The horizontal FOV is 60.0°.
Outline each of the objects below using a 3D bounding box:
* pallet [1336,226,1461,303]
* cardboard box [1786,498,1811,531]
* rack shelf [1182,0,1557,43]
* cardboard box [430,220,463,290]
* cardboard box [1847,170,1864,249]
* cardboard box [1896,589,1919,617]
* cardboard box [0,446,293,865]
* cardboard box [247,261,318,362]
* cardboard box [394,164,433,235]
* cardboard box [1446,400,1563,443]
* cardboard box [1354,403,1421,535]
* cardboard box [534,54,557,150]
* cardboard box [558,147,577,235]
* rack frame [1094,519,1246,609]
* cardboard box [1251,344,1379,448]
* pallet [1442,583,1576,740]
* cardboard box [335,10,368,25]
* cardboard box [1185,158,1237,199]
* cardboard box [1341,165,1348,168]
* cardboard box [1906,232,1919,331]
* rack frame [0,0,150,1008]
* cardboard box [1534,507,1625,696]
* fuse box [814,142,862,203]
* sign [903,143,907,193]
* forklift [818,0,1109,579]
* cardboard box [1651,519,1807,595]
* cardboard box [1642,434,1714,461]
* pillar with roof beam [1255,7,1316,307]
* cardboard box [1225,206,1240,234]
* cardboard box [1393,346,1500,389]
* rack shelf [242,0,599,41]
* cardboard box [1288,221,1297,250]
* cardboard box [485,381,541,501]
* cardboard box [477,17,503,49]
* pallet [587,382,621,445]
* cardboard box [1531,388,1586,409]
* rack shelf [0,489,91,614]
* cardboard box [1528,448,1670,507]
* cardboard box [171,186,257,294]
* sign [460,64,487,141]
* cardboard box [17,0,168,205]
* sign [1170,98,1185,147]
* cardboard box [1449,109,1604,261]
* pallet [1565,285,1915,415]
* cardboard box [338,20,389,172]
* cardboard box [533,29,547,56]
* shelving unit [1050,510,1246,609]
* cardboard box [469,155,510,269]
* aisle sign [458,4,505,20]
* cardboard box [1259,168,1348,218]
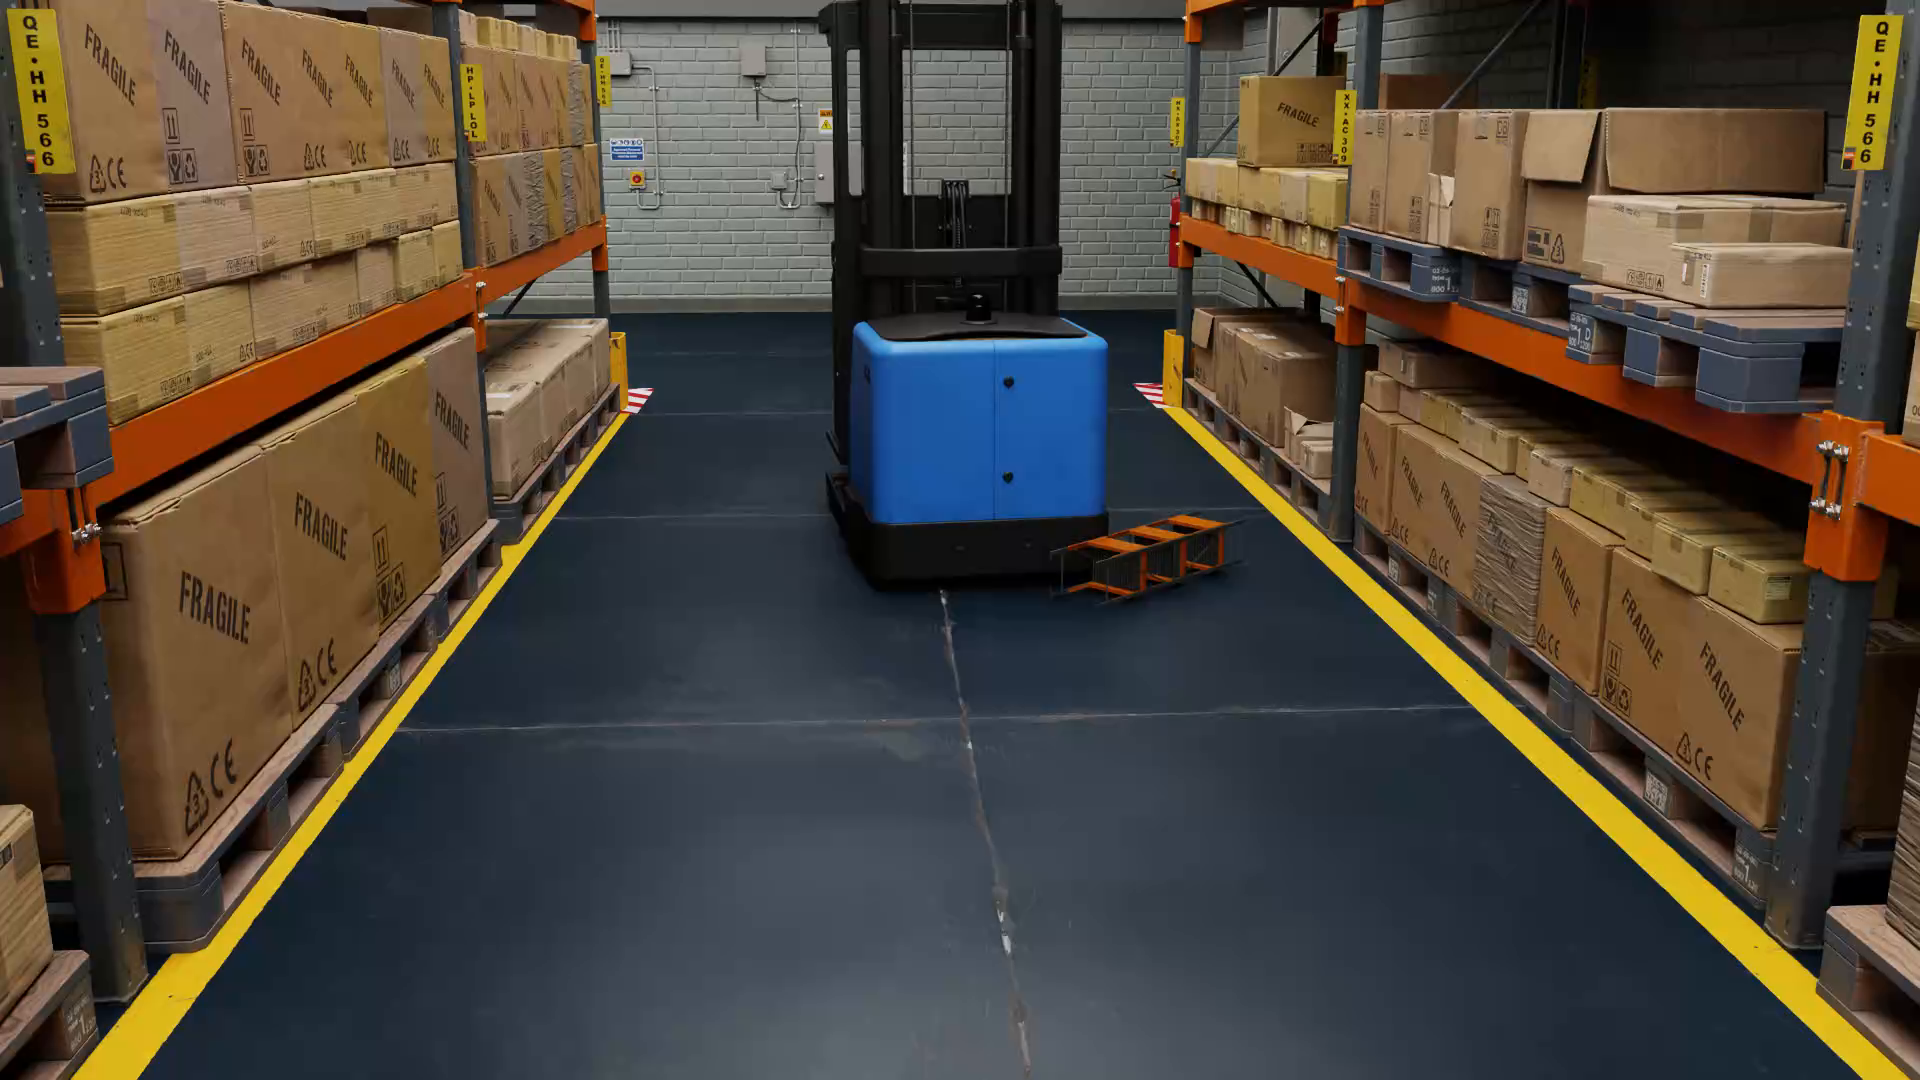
[{"bbox_3d":[2.223,-1.162,6.908,1.003,0.211,1.213,-1,14,-3],"label":"pallet"},{"bbox_3d":[2.724,-0.029,4.992,0.380,0.149,0.250,-1,14,-3],"label":"cardboard box"},{"bbox_3d":[2.158,-3.057,9.312,1.077,0.370,4.000,-1,14,-3],"label":"rack shelf"},{"bbox_3d":[-2.392,-1.198,6.962,0.500,0.250,0.500,-1,14,-5],"label":"cardboard box"},{"bbox_3d":[2.654,-0.843,4.239,0.500,0.500,0.500,0,14,-1],"label":"cardboard box"},{"bbox_3d":[2.784,0.437,4.480,0.500,0.500,0.500,0,14,-1],"label":"cardboard box"},{"bbox_3d":[-2.384,0.270,4.380,0.875,0.875,0.875,-1,14,-4],"label":"cardboard box"},{"bbox_3d":[-2.279,-0.694,5.005,0.500,0.250,0.500,0,14,-2],"label":"cardboard box"},{"bbox_3d":[-2.363,-1.317,6.424,0.500,0.250,0.500,-1,14,-2],"label":"cardboard box"},{"bbox_3d":[2.191,-0.470,6.704,0.380,0.149,0.250,-1,14,-4],"label":"cardboard box"},{"bbox_3d":[2.088,-0.324,7.441,0.500,0.500,0.500,0,14,-1],"label":"cardboard box"},{"bbox_3d":[-2.534,-2.411,9.171,0.500,0.500,0.500,-1,14,-4],"label":"cardboard box"},{"bbox_3d":[-2.568,-2.052,9.783,0.500,0.500,0.500,0,14,-2],"label":"cardboard box"},{"bbox_3d":[0.921,0.094,7.169,0.008,0.200,1.050,14,20,42],"label":"rack frame"},{"bbox_3d":[2.056,-0.818,9.360,0.700,0.500,0.500,-1,14,-6],"label":"cardboard box"},{"bbox_3d":[2.449,0.401,6.045,1.003,0.211,1.213,-1,14,-3],"label":"pallet"},{"bbox_3d":[-2.916,-2.364,7.684,0.380,0.149,0.250,-1,14,-2],"label":"cardboard box"},{"bbox_3d":[1.794,-2.405,11.056,0.500,0.250,0.500,-1,14,-3],"label":"cardboard box"},{"bbox_3d":[2.417,-2.030,9.600,0.500,0.250,0.500,-1,14,-4],"label":"cardboard box"},{"bbox_3d":[2.289,-0.516,3.308,0.500,0.250,0.500,-1,14,-3],"label":"cardboard box"},{"bbox_3d":[-2.424,-0.383,3.495,1.000,3.000,0.127,-1,14,-3],"label":"rack frame"},{"bbox_3d":[2.234,0.190,5.442,0.500,0.500,0.500,0,14,-1],"label":"cardboard box"},{"bbox_3d":[-1.186,-3.147,16.823,0.539,1.711,0.414,-1,14,-3],"label":"fuse box"},{"bbox_3d":[-0.706,-3.784,16.904,0.329,0.494,0.001,-1,14,-3],"label":"sign"},{"bbox_3d":[-0.104,-1.573,8.259,1.130,2.935,3.031,-2,15,-9],"label":"forklift"},{"bbox_3d":[2.199,0.046,4.699,0.380,0.149,0.250,-2,15,-6],"label":"cardboard box"},{"bbox_3d":[2.701,-0.291,6.008,0.380,0.149,0.250,-1,15,-6],"label":"cardboard box"},{"bbox_3d":[-1.530,-5.974,13.184,9.100,9.000,0.400,-1,14,-3],"label":"pillar with roof beam"},{"bbox_3d":[1.811,-1.921,9.978,0.380,0.149,0.250,-1,14,-5],"label":"cardboard box"},{"bbox_3d":[2.103,-0.749,7.193,0.380,0.149,0.250,-2,15,-6],"label":"cardboard box"},{"bbox_3d":[-2.796,-2.980,9.011,1.077,0.370,4.000,-1,14,-3],"label":"rack shelf"},{"bbox_3d":[1.943,-1.603,8.743,0.380,0.149,0.250,-1,14,-2],"label":"cardboard box"},{"bbox_3d":[-2.603,-0.498,8.242,0.875,0.438,0.875,-1,14,-4],"label":"cardboard box"},{"bbox_3d":[-2.476,-2.496,8.200,0.380,0.149,0.250,-1,14,-4],"label":"cardboard box"},{"bbox_3d":[-2.792,-0.824,10.807,1.003,0.211,1.213,-1,14,-3],"label":"pallet"},{"bbox_3d":[2.638,-0.550,7.015,0.380,0.149,0.250,-1,14,-3],"label":"cardboard box"},{"bbox_3d":[-2.300,0.463,1.652,1.077,0.370,4.000,-1,14,-3],"label":"rack shelf"},{"bbox_3d":[2.193,-0.217,5.721,0.380,0.149,0.250,-2,15,-6],"label":"cardboard box"},{"bbox_3d":[-2.240,-0.811,4.456,0.500,0.250,0.500,-1,14,-2],"label":"cardboard box"},{"bbox_3d":[-2.131,-1.911,7.269,0.100,0.325,0.005,-1,14,-3],"label":"sign"},{"bbox_3d":[-2.210,-1.042,3.850,0.500,0.500,0.500,-1,14,-5],"label":"cardboard box"},{"bbox_3d":[1.493,-2.861,11.389,0.100,0.325,0.005,-1,14,-3],"label":"sign"},{"bbox_3d":[2.170,-1.259,5.858,0.700,0.500,0.500,-1,14,-4],"label":"cardboard box"},{"bbox_3d":[2.418,-0.535,4.472,1.213,0.211,1.003,-1,14,-3],"label":"pallet"},{"bbox_3d":[-2.342,-1.548,5.817,0.500,0.500,0.500,0,14,-2],"label":"cardboard box"},{"bbox_3d":[-2.564,-2.817,9.445,0.380,0.149,0.250,-1,14,-2],"label":"cardboard box"},{"bbox_3d":[0.833,0.073,7.251,0.252,0.215,1.050,14,20,42],"label":"shelving unit"},{"bbox_3d":[-2.439,-1.547,7.819,0.500,0.500,0.500,0,14,-2],"label":"cardboard box"},{"bbox_3d":[-3.213,-3.645,10.956,0.394,0.787,0.004,-1,14,-3],"label":"aisle sign"},{"bbox_3d":[1.944,-1.898,9.089,0.500,0.250,0.500,-1,14,-4],"label":"cardboard box"}]
